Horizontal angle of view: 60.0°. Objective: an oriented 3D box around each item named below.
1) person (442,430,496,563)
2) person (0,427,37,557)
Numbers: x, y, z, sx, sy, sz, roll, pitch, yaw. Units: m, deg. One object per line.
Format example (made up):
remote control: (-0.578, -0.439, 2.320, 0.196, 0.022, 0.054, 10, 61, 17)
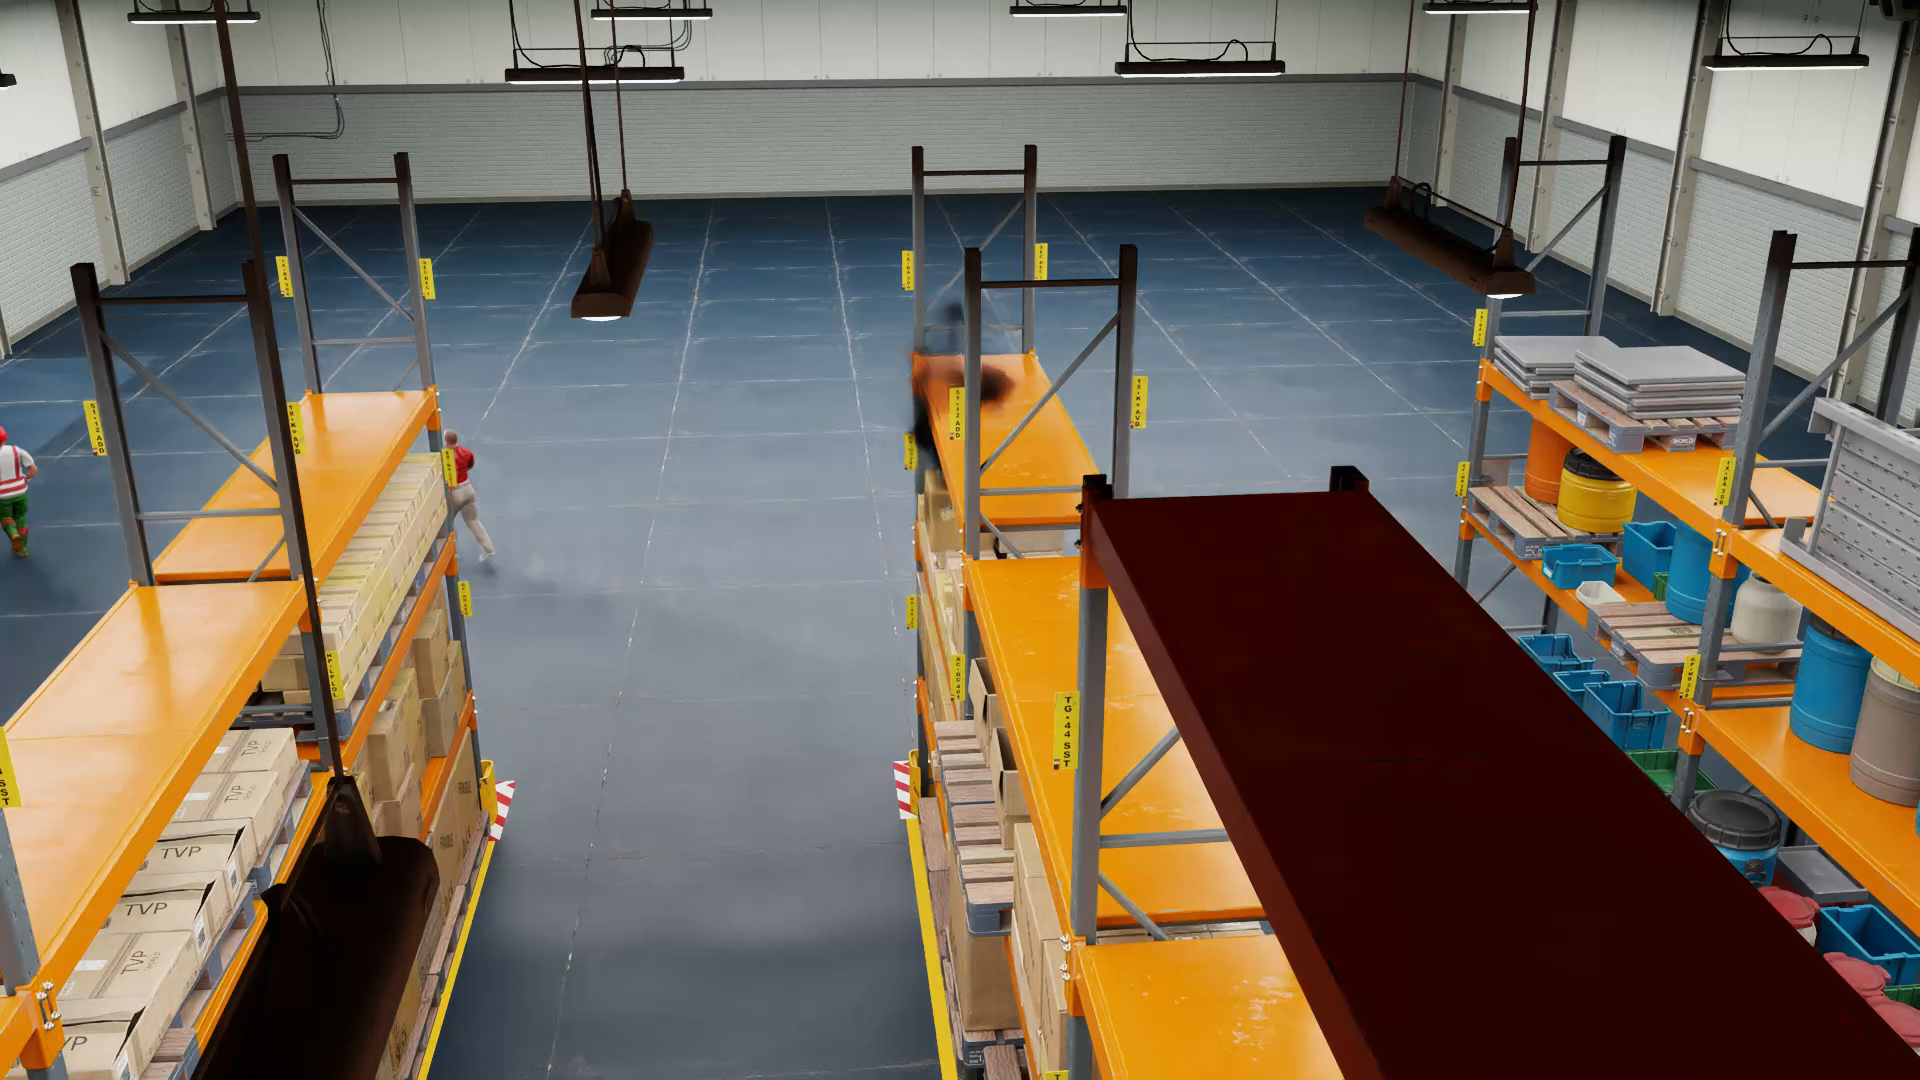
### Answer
person: (-6.173, -0.499, 20.552, 0.847, 1.792, 0.664, 13, 25, 29)
person: (-11.852, -0.583, 20.774, 0.656, 1.745, 0.615, -17, 27, -36)
